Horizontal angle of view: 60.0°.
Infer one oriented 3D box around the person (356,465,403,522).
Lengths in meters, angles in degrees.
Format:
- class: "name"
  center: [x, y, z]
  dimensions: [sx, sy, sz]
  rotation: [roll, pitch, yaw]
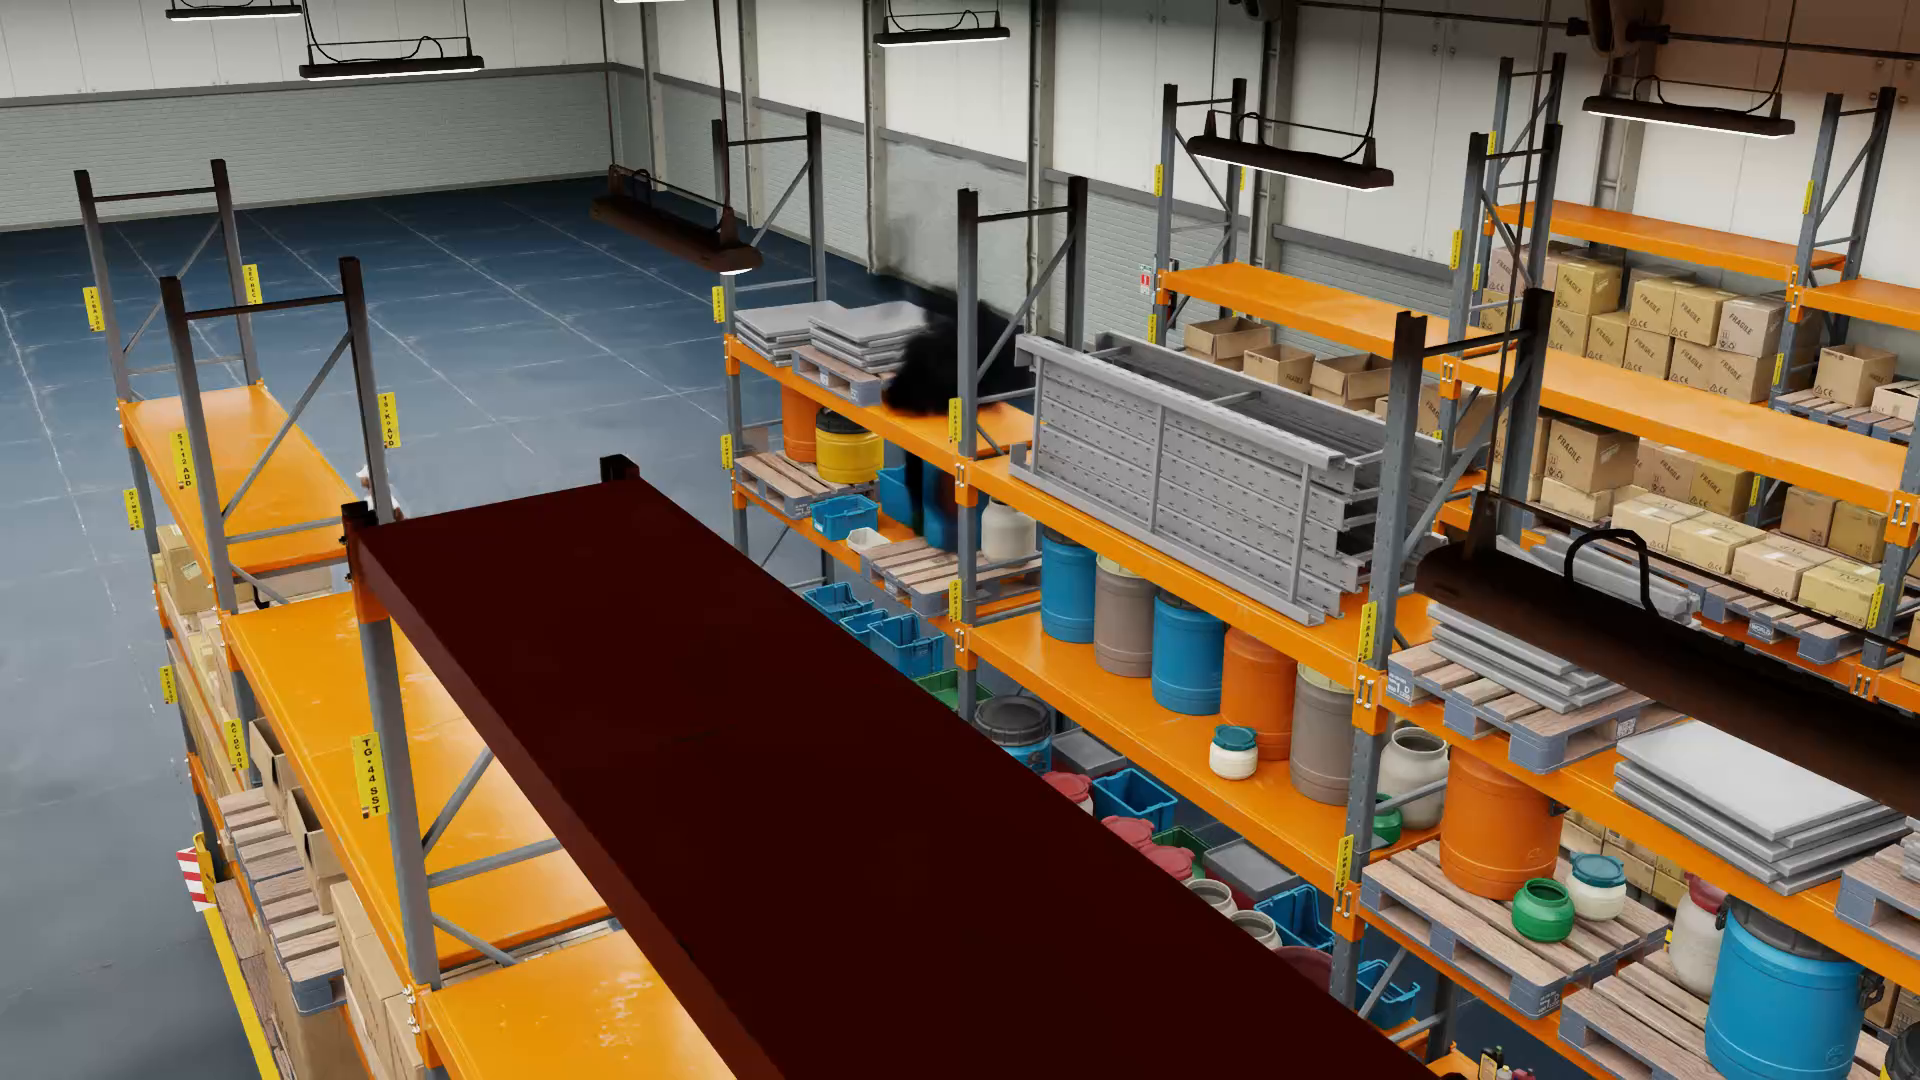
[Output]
- class: "person"
  center: [-6.590, -0.011, 19.050]
  dimensions: [0.841, 1.815, 0.635]
  rotation: [-3, 22, -8]
